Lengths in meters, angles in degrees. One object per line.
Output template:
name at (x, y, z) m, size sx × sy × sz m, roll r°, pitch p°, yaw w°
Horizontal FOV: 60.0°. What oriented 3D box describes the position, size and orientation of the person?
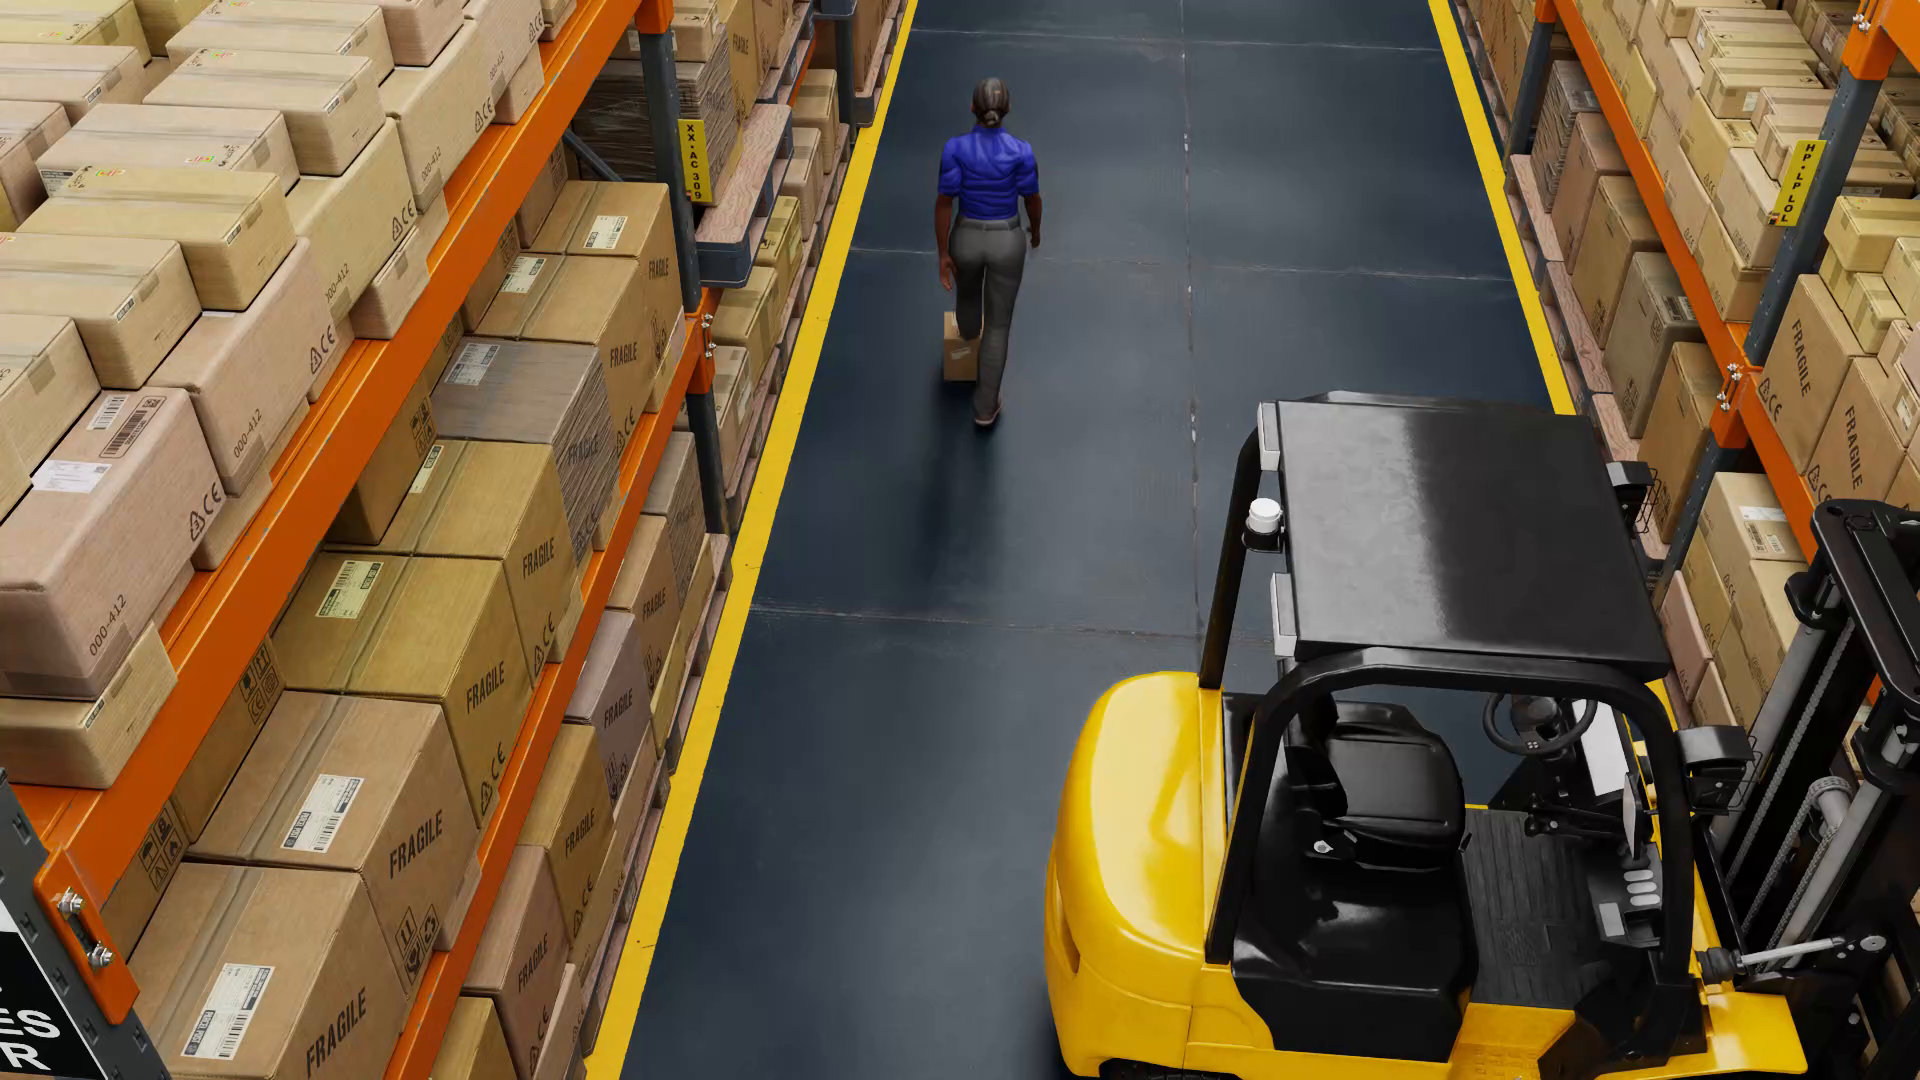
person at (0.139, -1.373, 7.808) m, size 0.470 × 1.690 × 0.783 m, roll 6°, pitch 41°, yaw 7°
